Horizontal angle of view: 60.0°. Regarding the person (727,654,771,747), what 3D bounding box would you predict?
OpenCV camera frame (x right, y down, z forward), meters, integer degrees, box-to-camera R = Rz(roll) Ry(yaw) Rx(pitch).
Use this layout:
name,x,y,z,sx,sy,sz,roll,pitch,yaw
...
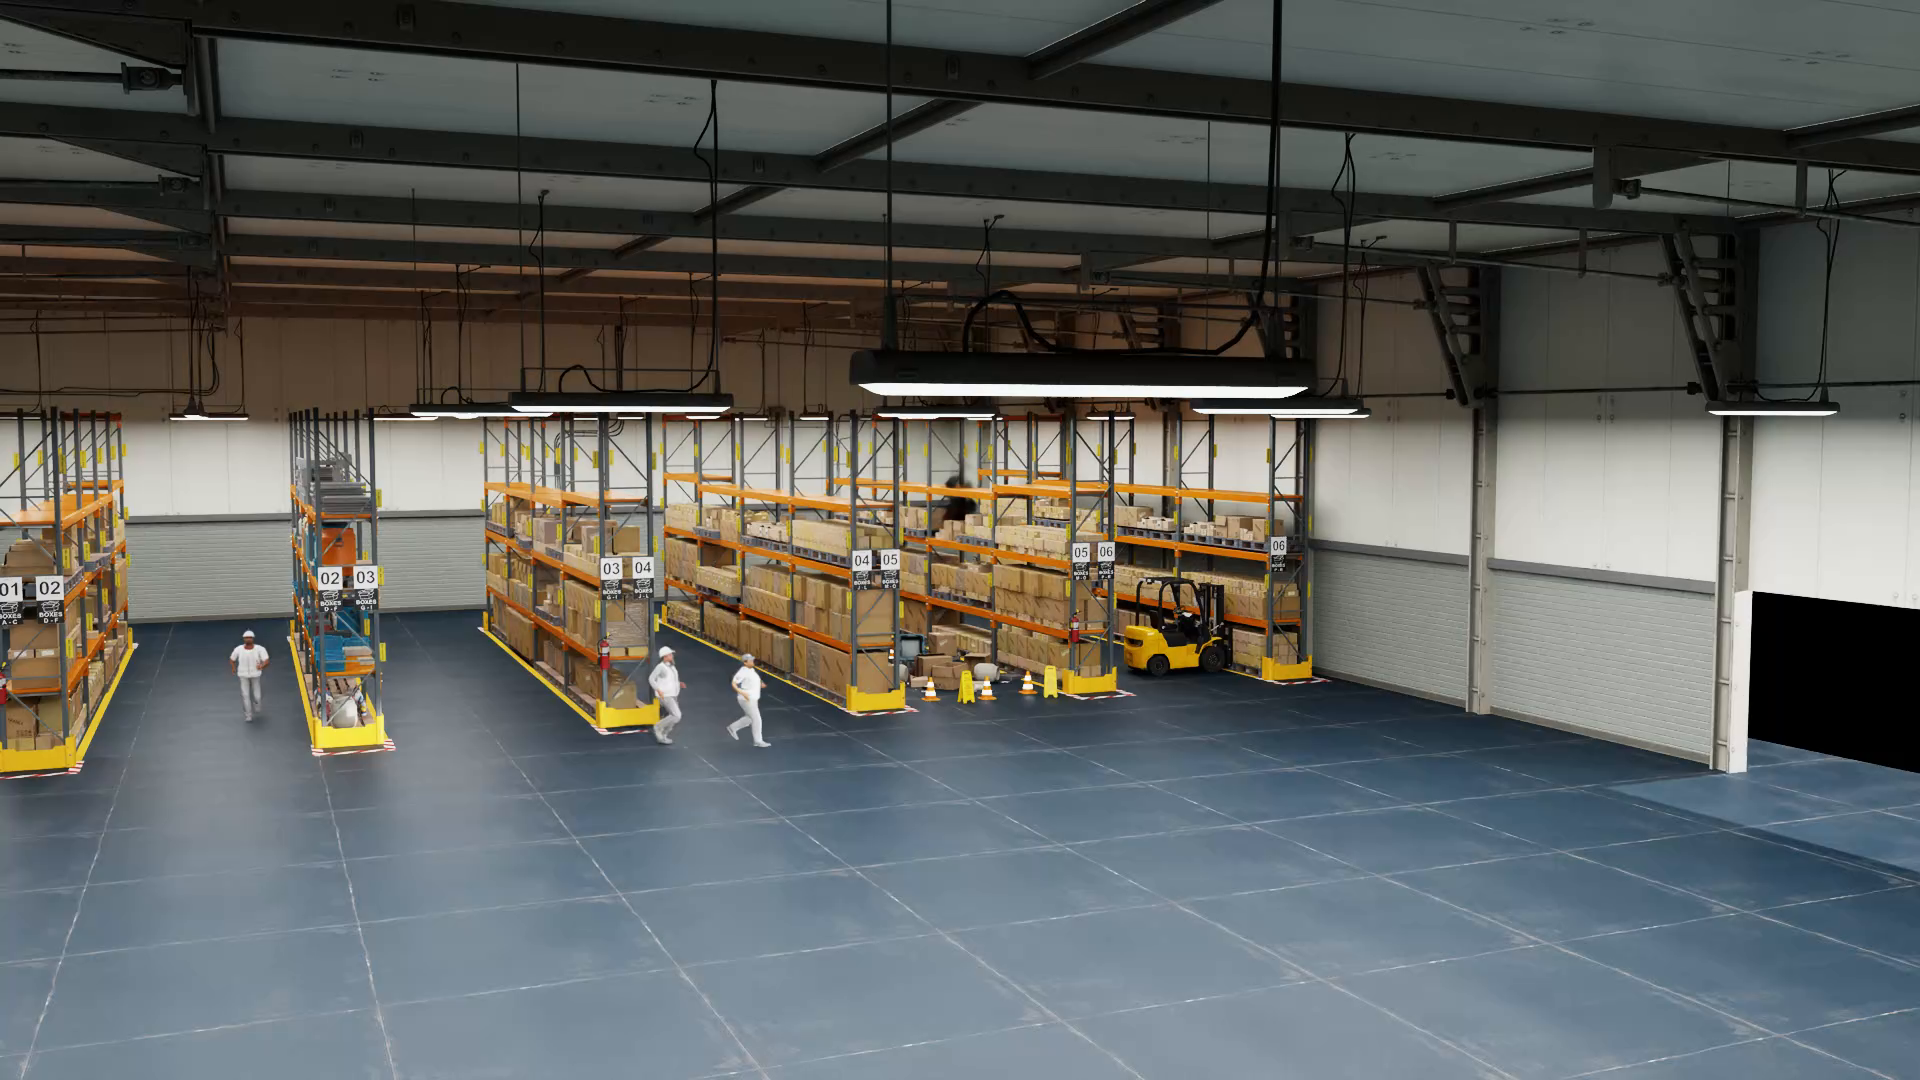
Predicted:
name,x,y,z,sx,sy,sz,roll,pitch,yaw
person,-3.764,2.831,29.486,0.878,1.640,0.599,1,4,14

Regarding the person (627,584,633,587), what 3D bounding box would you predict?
name,x,y,z,sx,sy,sz,roll,pitch,yaw
person,-8.982,1.665,45.610,0.714,1.717,0.604,-2,4,-25

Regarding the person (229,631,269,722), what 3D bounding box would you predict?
name,x,y,z,sx,sy,sz,roll,pitch,yaw
person,-13.702,2.614,32.060,0.712,1.733,0.795,-1,4,-20

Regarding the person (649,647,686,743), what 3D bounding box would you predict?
name,x,y,z,sx,sy,sz,roll,pitch,yaw
person,-5.176,2.776,29.721,0.576,1.730,0.648,1,4,16
